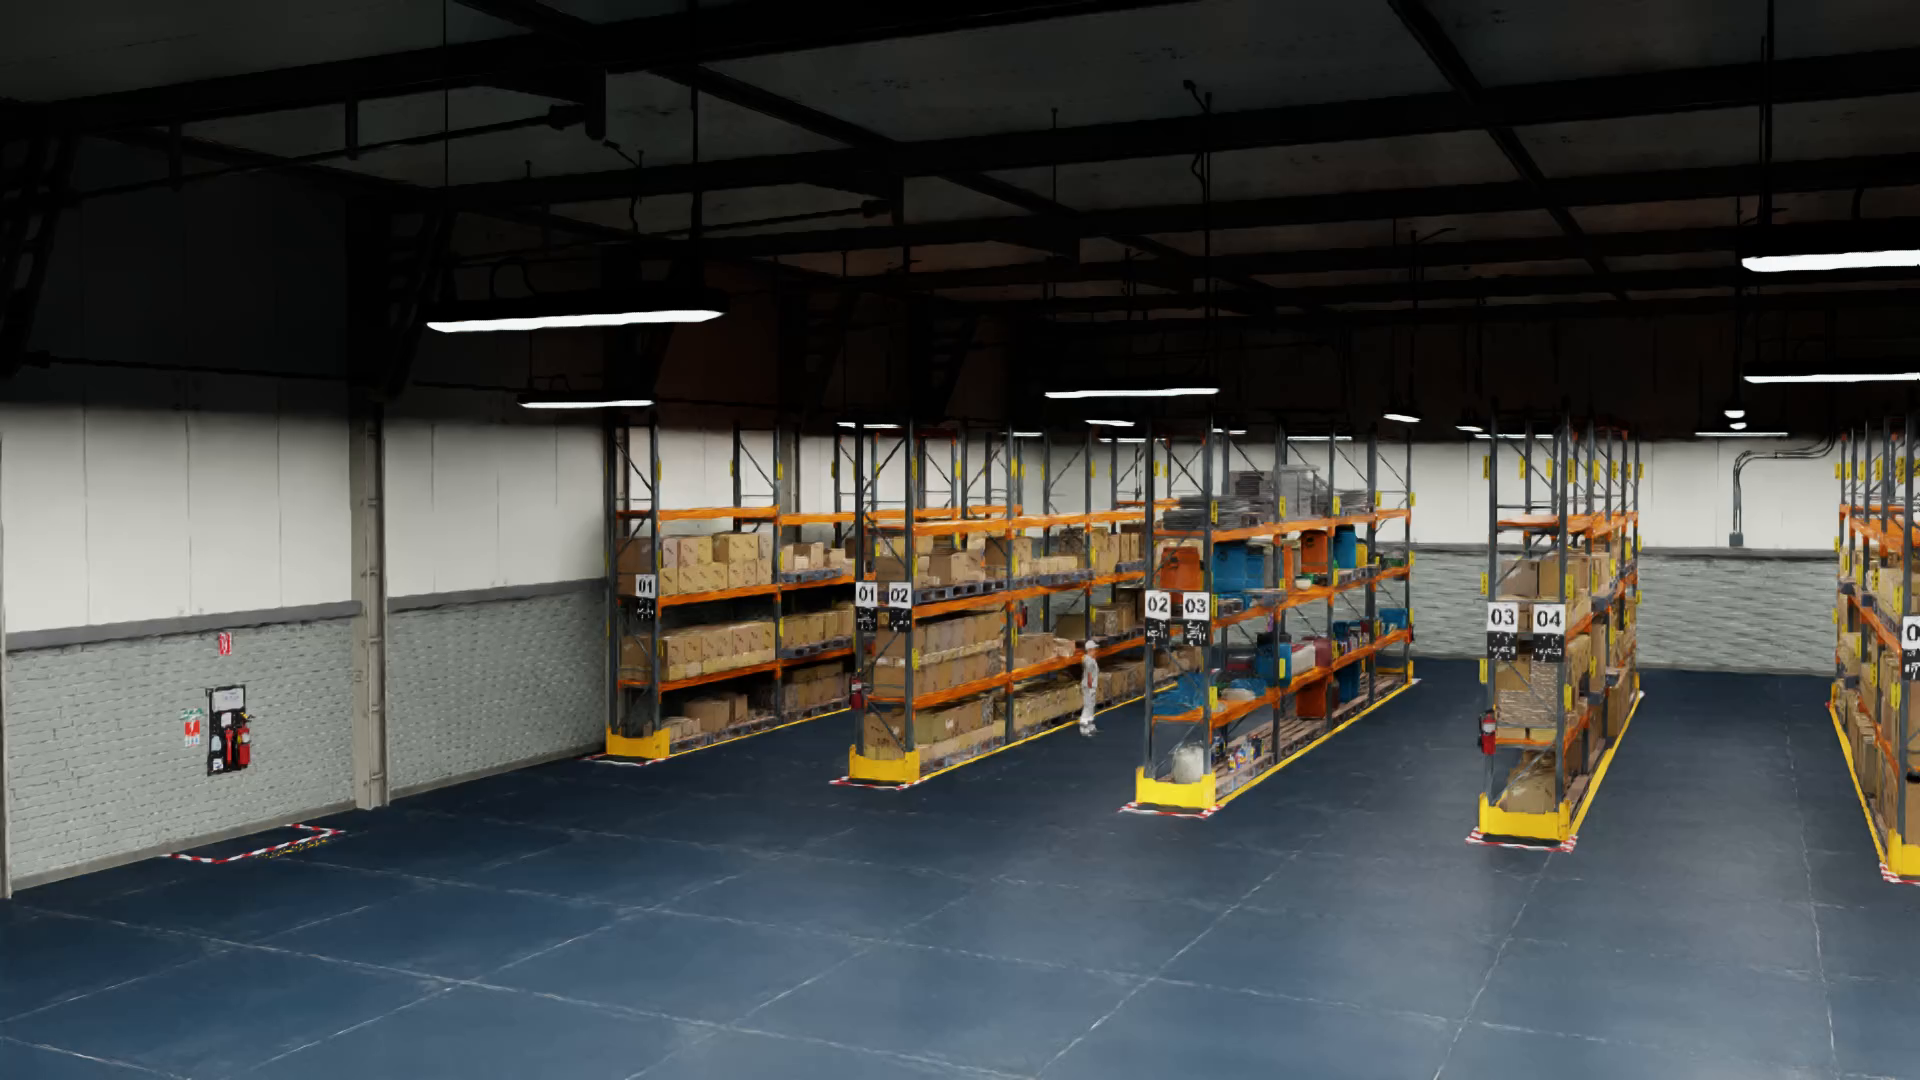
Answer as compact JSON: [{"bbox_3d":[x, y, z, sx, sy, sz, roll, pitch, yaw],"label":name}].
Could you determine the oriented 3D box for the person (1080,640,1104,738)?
[{"bbox_3d":[2.479,2.773,31.179,0.471,1.789,0.622,0,2,1],"label":"person"}]

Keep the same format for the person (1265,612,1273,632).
[{"bbox_3d":[8.094,2.378,43.640,0.593,1.591,0.443,-1,3,-21],"label":"person"}]
